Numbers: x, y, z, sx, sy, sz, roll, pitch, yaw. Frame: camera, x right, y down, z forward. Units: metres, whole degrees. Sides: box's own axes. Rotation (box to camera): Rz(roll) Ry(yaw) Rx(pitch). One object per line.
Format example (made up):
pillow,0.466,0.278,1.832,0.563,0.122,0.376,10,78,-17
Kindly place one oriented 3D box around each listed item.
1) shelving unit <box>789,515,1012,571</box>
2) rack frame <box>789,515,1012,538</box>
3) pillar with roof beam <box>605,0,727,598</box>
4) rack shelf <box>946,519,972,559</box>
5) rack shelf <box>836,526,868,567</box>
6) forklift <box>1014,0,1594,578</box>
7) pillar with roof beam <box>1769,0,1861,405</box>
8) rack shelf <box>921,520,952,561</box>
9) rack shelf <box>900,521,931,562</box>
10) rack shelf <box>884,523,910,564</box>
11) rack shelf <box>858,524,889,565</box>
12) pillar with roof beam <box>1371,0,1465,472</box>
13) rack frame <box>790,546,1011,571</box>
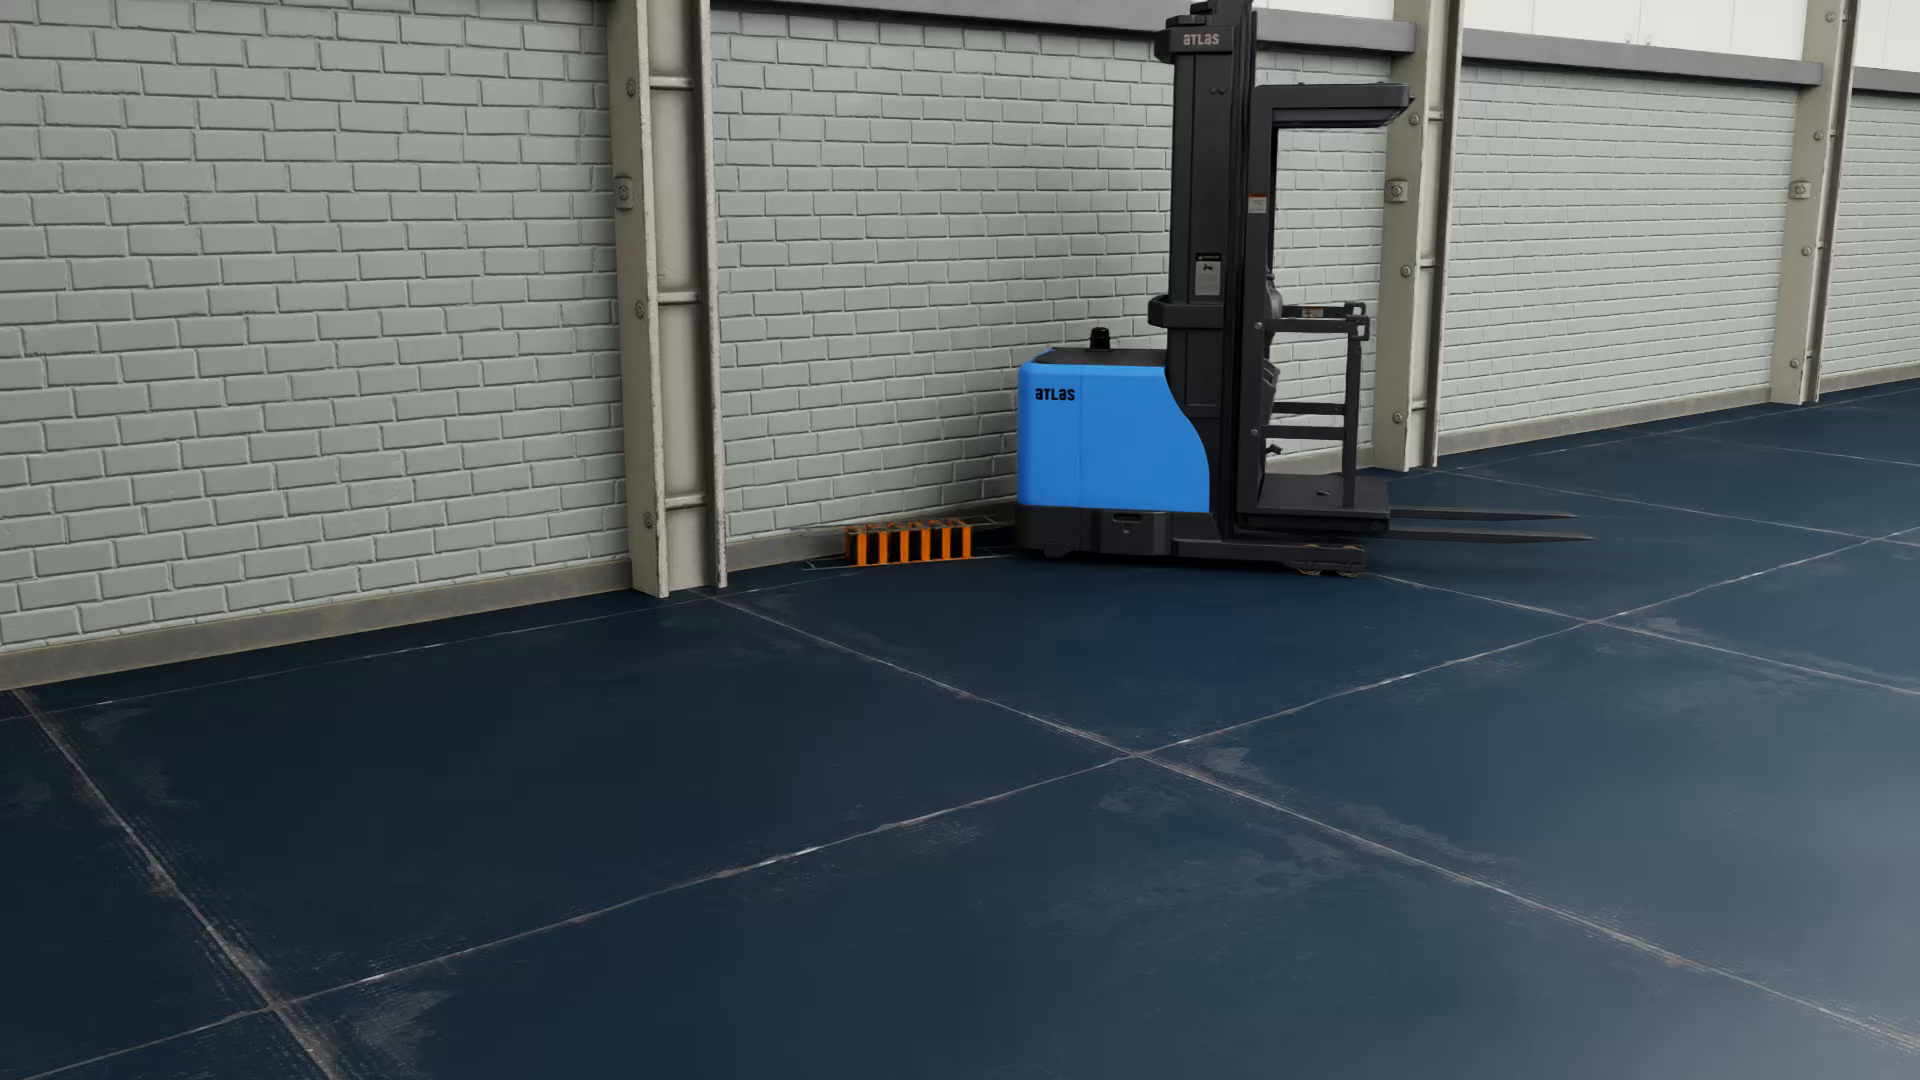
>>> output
shelving unit,-0.320,0.011,9.105,1.200,0.189,0.258,-4,13,-20
rack frame,-0.319,-0.079,9.086,1.200,0.006,0.240,-4,13,-20
pillar with roof beam,1.251,-3.466,4.289,0.400,9.000,9.100,-9,15,-38
rack shelf,-0.023,-0.010,9.212,0.103,0.180,0.258,-4,13,-20
rack shelf,-0.587,0.030,9.009,0.103,0.180,0.258,-4,13,-20
forklift,1.871,-1.358,8.968,3.031,2.935,1.130,3,12,12
pillar with roof beam,10.621,-5.024,11.622,0.400,9.000,9.100,-9,15,-38
rack shelf,-0.136,-0.002,9.171,0.103,0.180,0.258,-4,13,-20
rack shelf,-0.249,0.006,9.131,0.103,0.180,0.258,-4,13,-20
rack shelf,-0.361,0.014,9.090,0.103,0.180,0.258,-4,13,-20
rack shelf,-0.474,0.022,9.050,0.103,0.180,0.258,-4,13,-20
pillar with roof beam,5.936,-4.245,7.955,0.400,9.000,9.100,-9,15,-38
rack frame,-0.320,0.101,9.124,1.200,0.006,0.240,-4,13,-20
